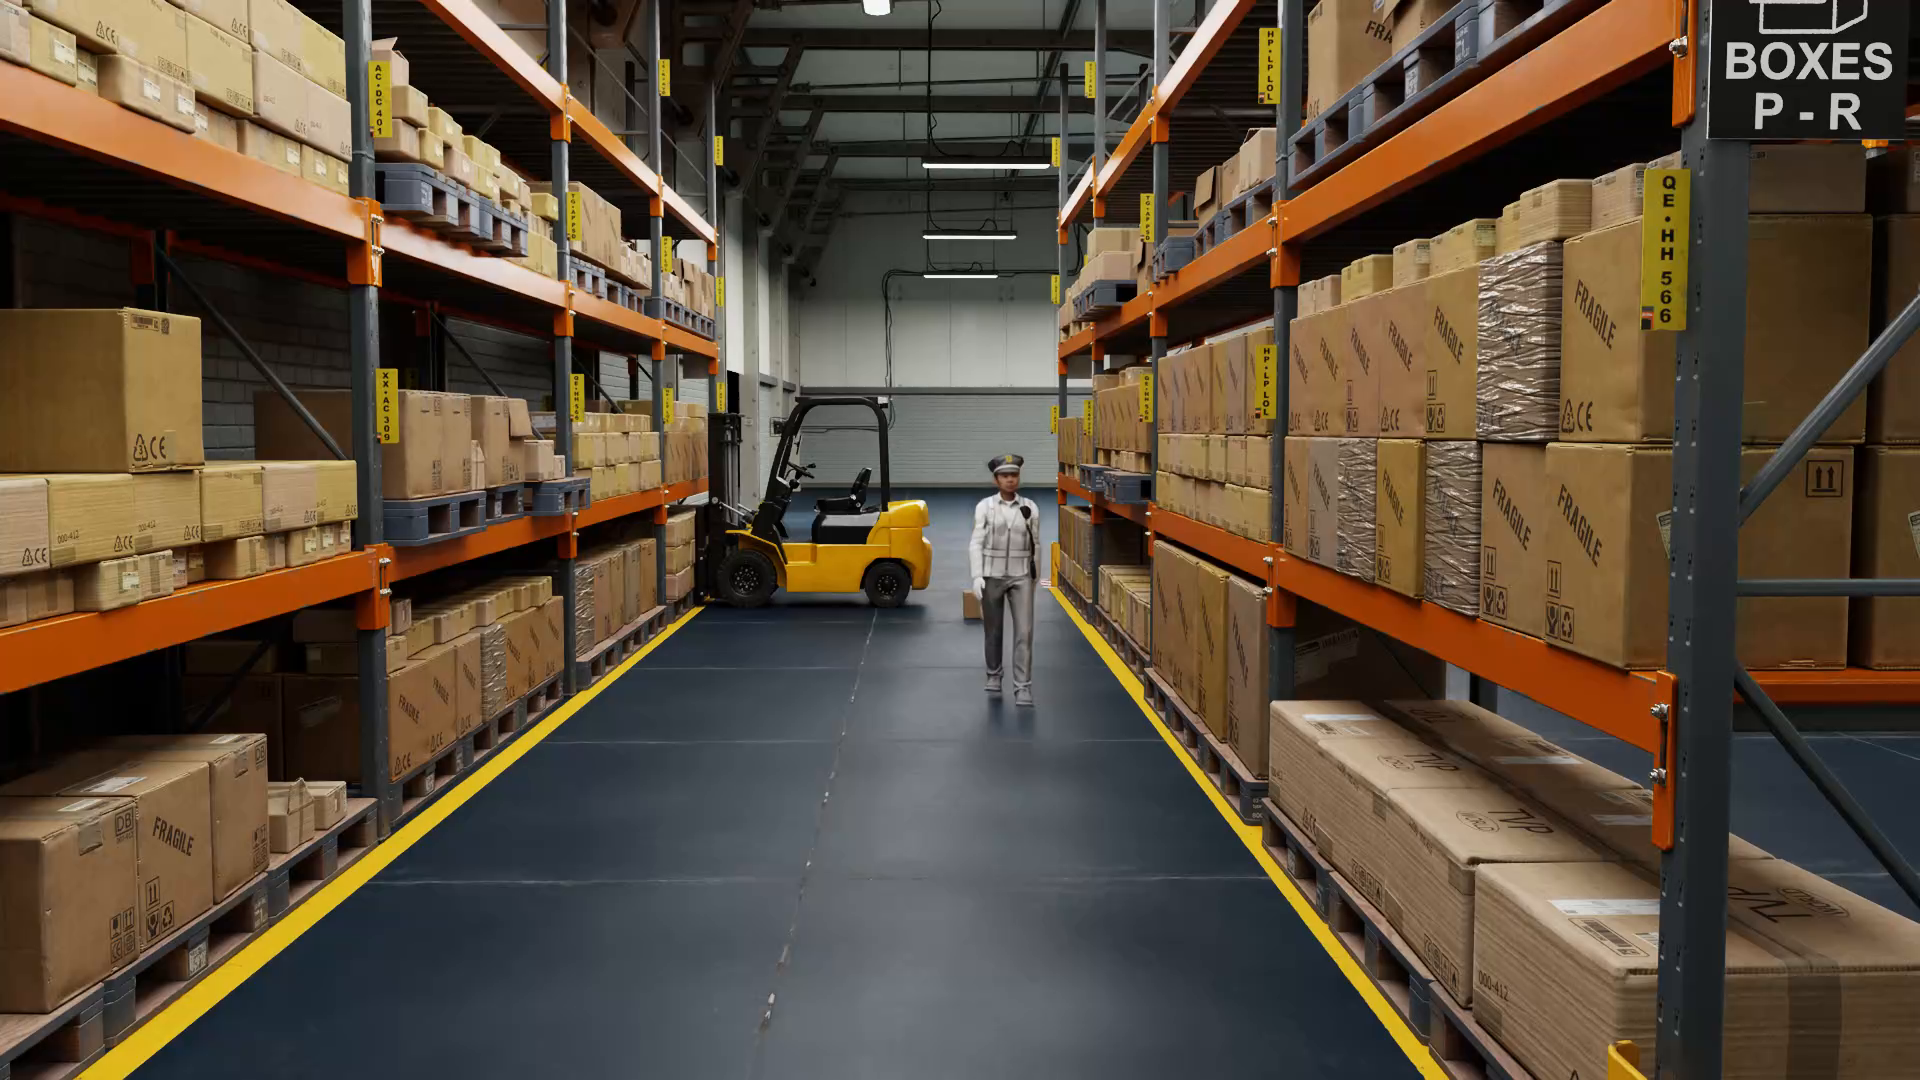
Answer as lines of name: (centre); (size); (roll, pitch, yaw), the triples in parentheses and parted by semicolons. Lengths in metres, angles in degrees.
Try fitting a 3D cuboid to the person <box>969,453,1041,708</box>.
person: (0.300, 0.248, 10.966); (0.485, 1.637, 0.970); (0, 4, 0)
